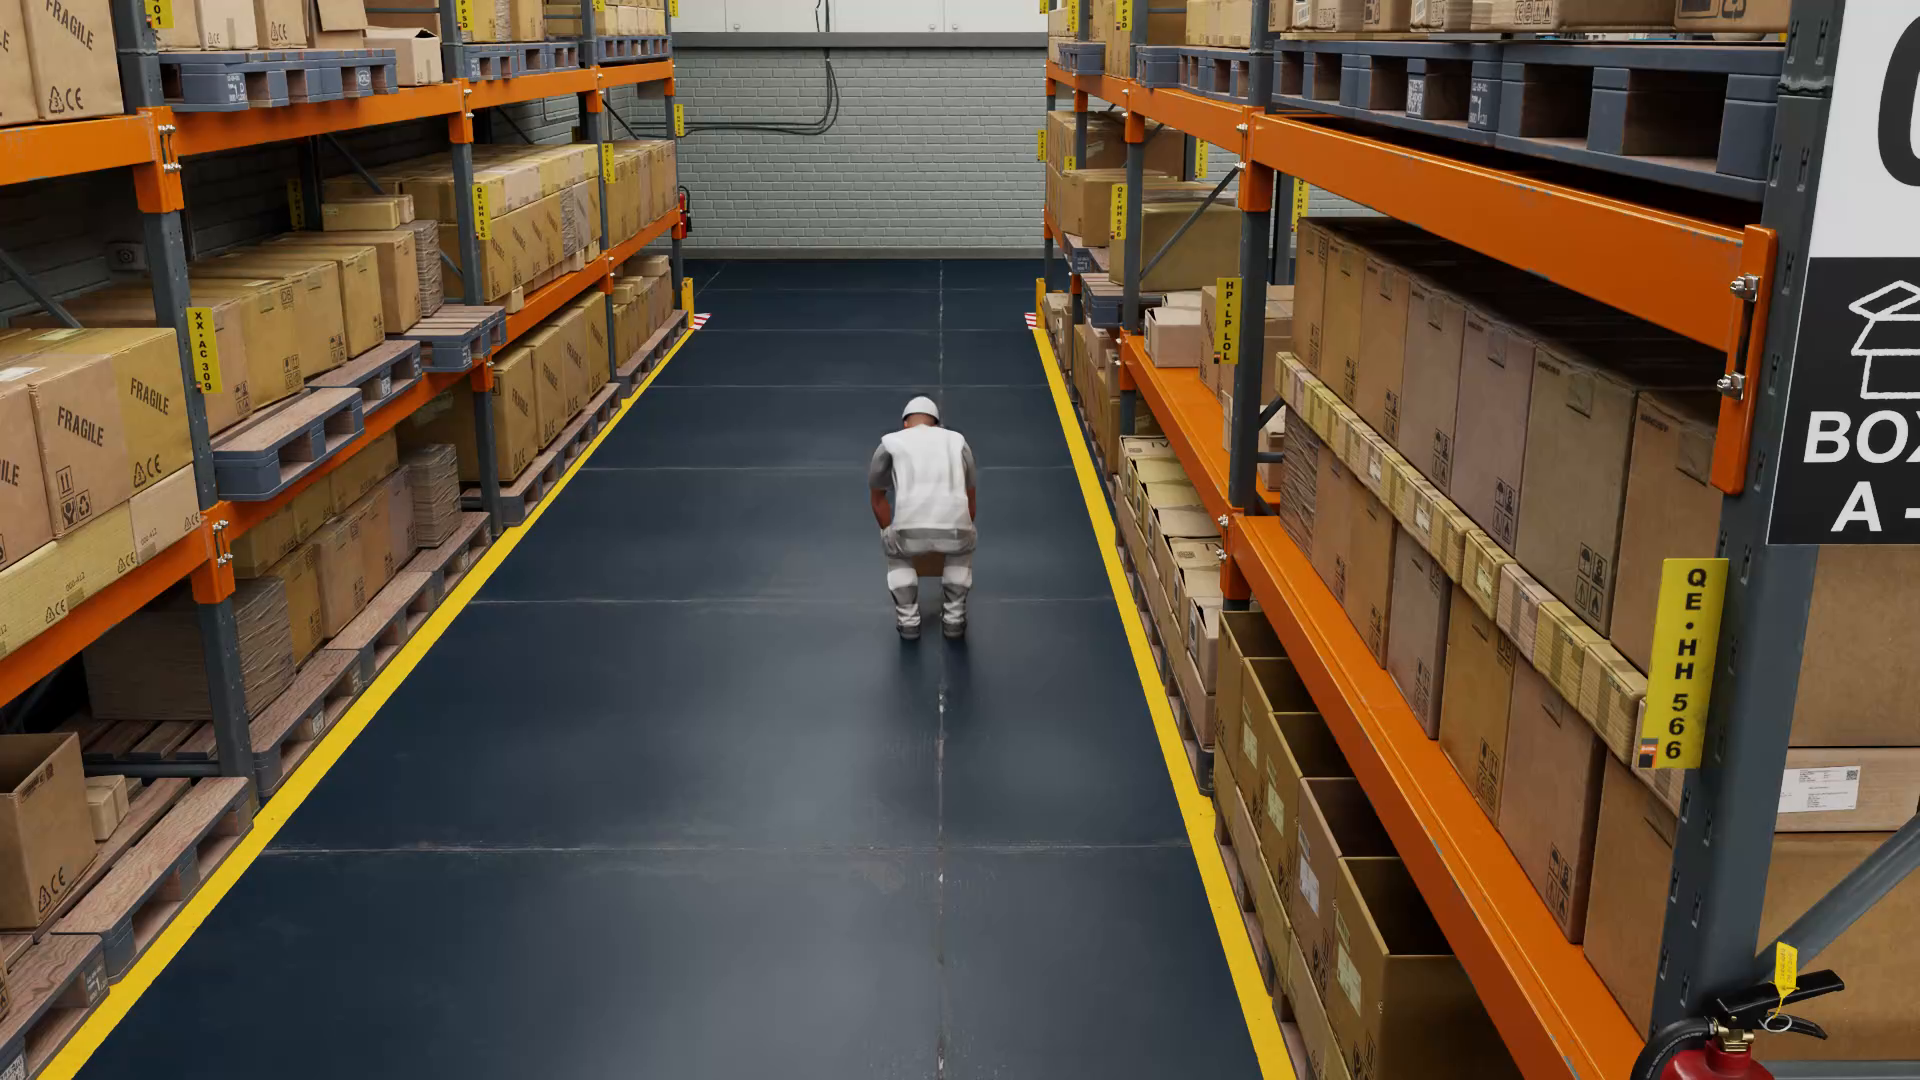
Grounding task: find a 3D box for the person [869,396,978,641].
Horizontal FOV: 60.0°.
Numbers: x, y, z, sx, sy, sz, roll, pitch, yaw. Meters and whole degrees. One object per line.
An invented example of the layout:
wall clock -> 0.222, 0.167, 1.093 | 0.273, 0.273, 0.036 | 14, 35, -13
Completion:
person -> -0.195, -0.108, 8.849 | 0.581, 1.212, 0.839 | 0, 17, -1
